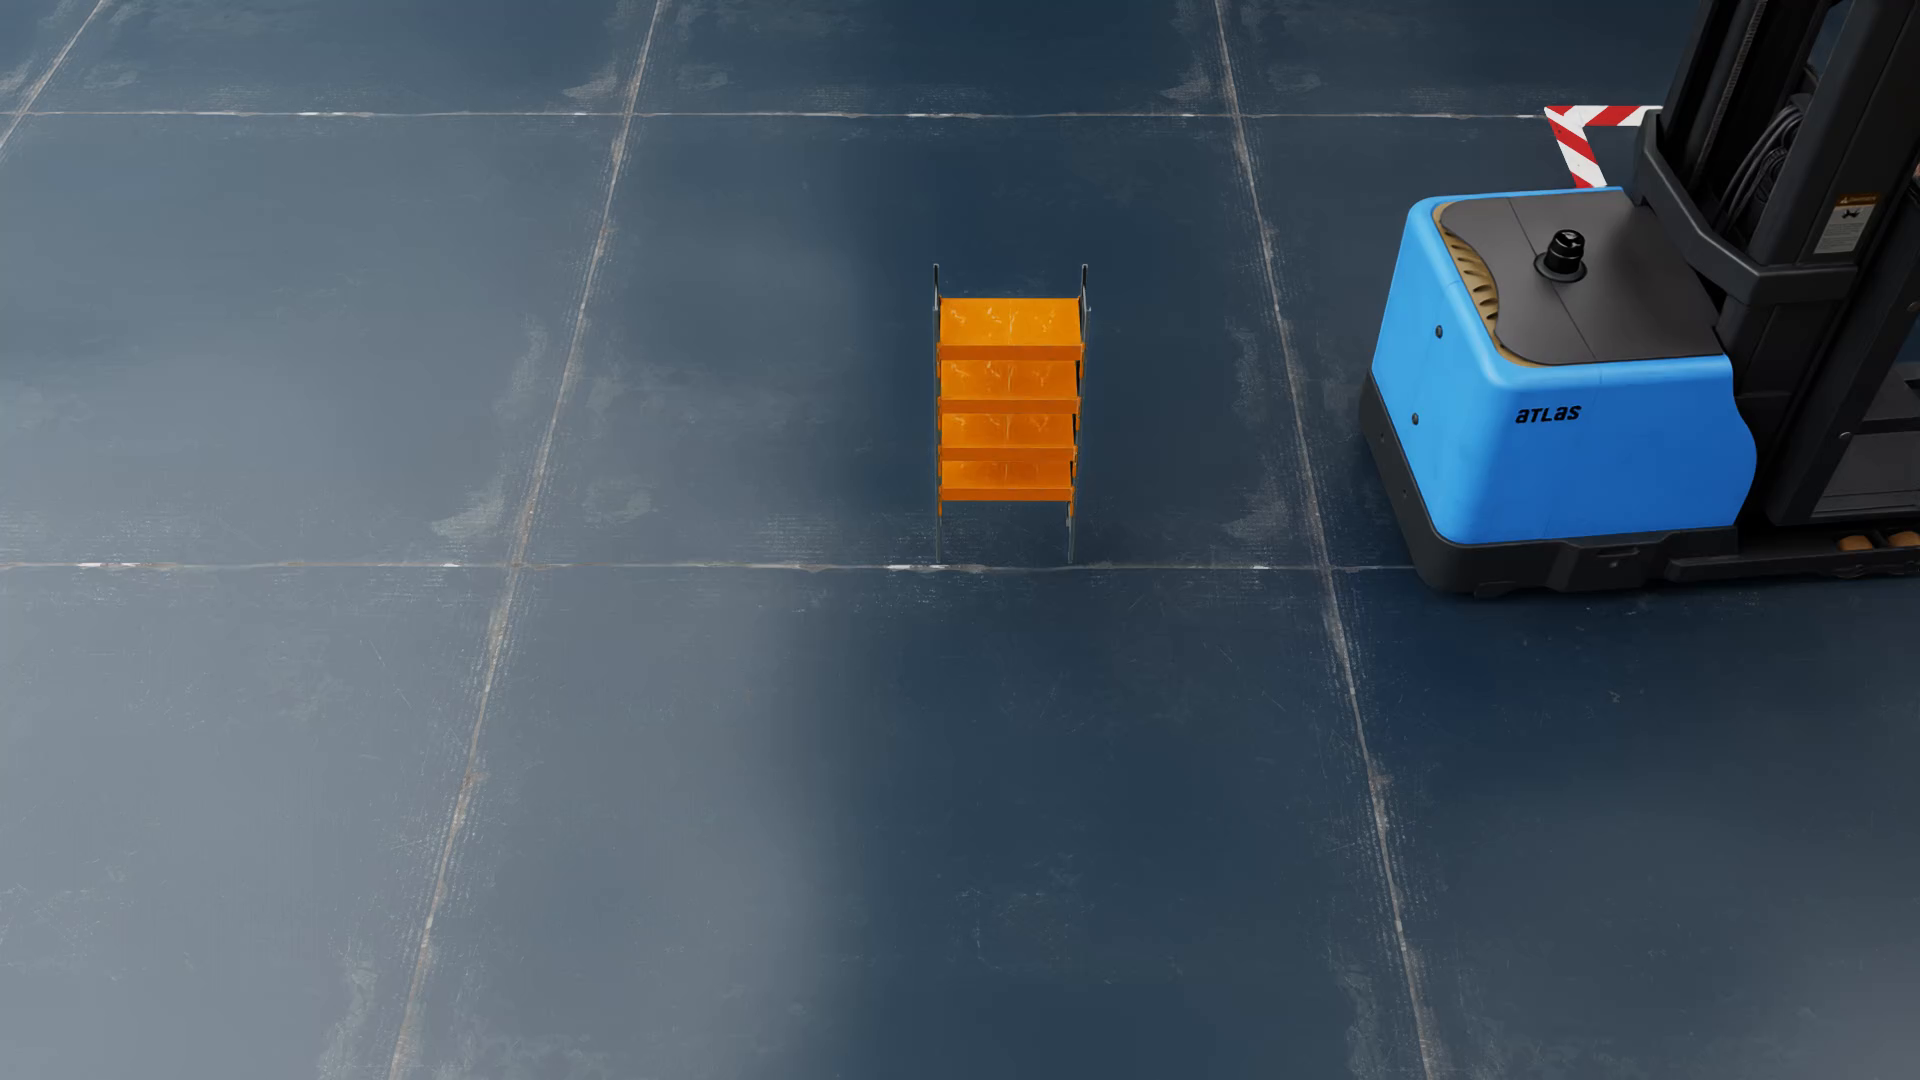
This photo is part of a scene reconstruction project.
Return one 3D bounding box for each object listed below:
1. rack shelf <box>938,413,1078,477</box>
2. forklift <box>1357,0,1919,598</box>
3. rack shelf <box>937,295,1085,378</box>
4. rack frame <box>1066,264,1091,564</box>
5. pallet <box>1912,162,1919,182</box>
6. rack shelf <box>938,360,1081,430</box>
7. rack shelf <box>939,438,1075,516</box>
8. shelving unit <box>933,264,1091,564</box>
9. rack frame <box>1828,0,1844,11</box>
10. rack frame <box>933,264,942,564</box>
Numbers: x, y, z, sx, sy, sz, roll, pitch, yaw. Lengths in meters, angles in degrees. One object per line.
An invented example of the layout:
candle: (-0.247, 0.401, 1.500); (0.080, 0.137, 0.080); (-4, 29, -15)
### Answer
rack shelf: (0.166, -0.363, 5.860); (0.480, 0.148, 0.258); (0, 47, 0)
forklift: (3.130, -1.242, 5.404); (3.031, 2.935, 1.130); (-4, 47, -4)
rack shelf: (0.166, -0.676, 5.523); (0.480, 0.148, 0.258); (0, 47, 0)
rack frame: (0.410, -0.408, 5.810); (0.015, 1.200, 0.240); (0, 47, 0)
pallet: (4.561, -1.758, 7.742); (1.213, 0.211, 1.003); (0, 47, 0)
rack shelf: (0.166, -0.515, 5.696); (0.480, 0.148, 0.258); (0, 47, 0)
rack shelf: (0.166, -0.227, 6.005); (0.480, 0.148, 0.258); (0, 47, 0)
shelving unit: (0.166, -0.408, 5.810); (0.503, 1.200, 0.258); (0, 47, 0)
rack frame: (3.672, -2.680, 6.695); (0.127, 3.000, 1.000); (0, 47, 0)
rack frame: (-0.078, -0.409, 5.811); (0.015, 1.200, 0.240); (0, 47, 0)
